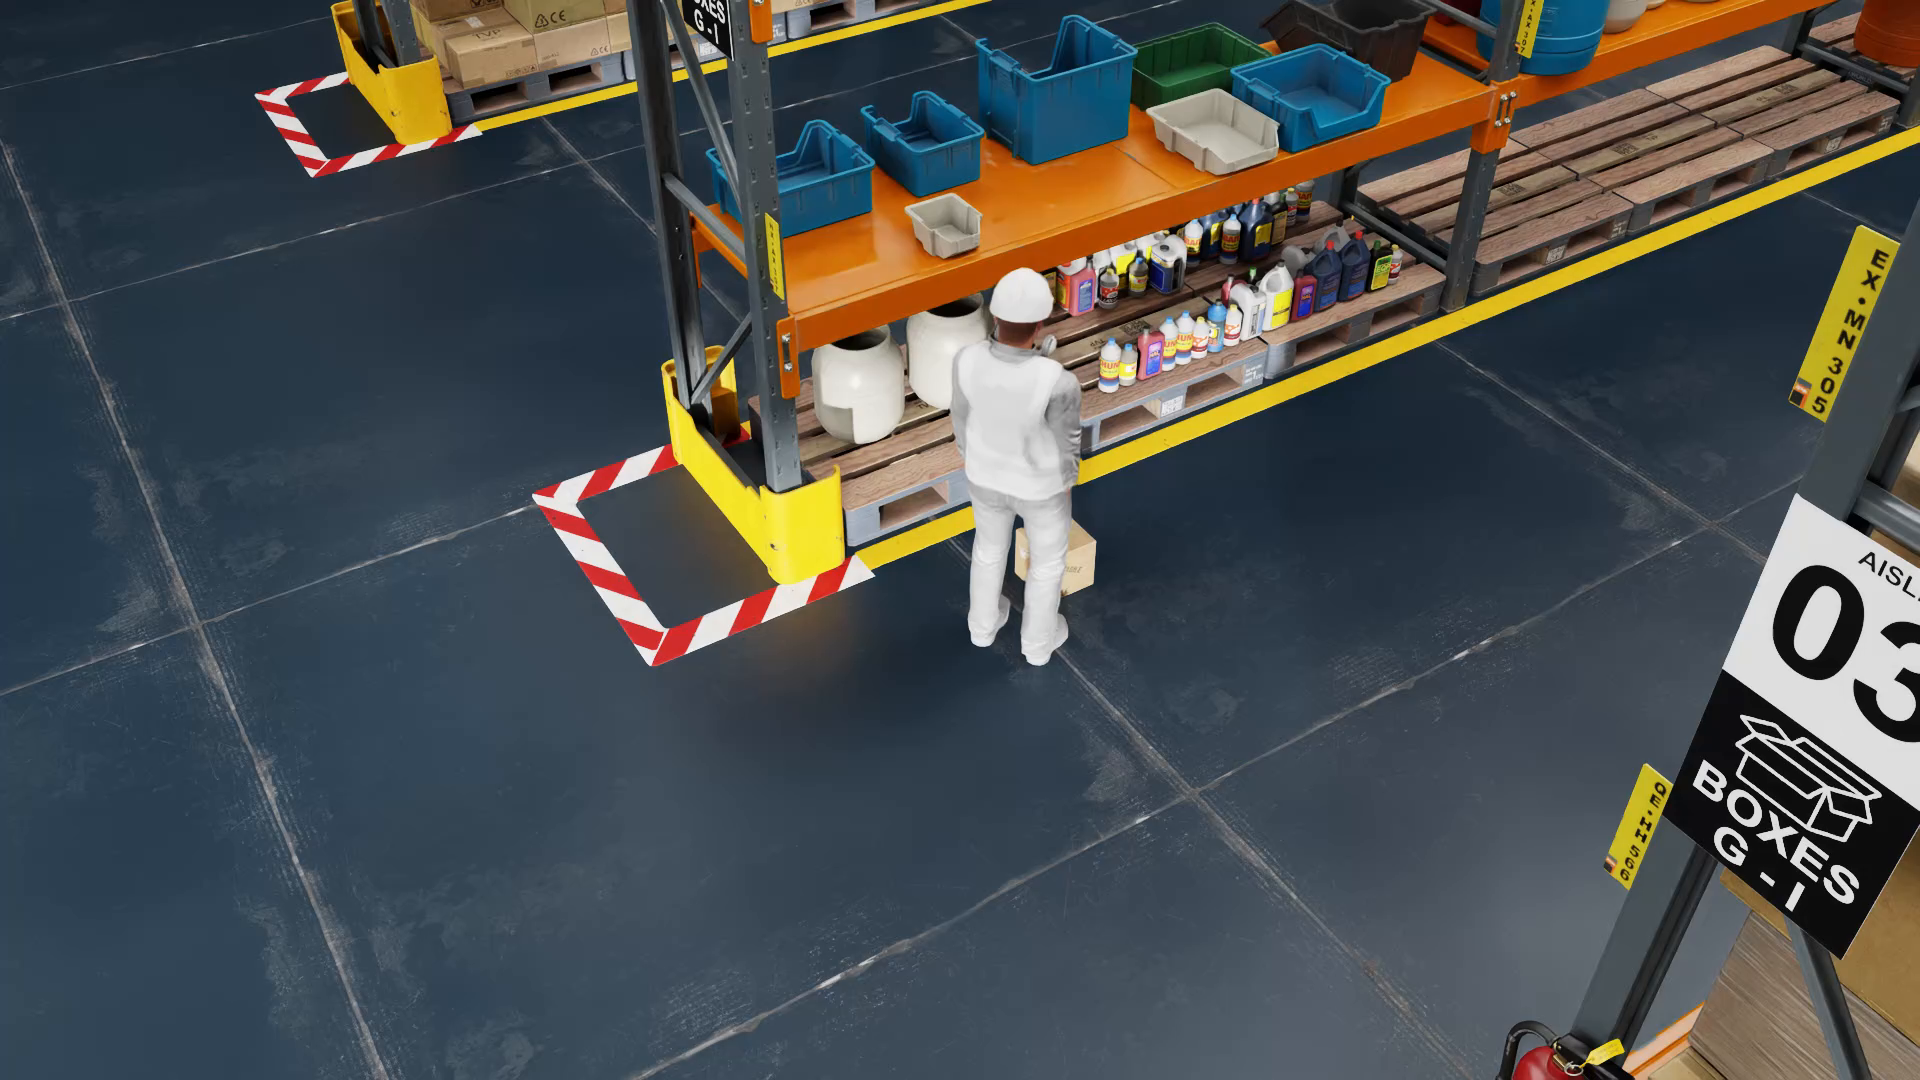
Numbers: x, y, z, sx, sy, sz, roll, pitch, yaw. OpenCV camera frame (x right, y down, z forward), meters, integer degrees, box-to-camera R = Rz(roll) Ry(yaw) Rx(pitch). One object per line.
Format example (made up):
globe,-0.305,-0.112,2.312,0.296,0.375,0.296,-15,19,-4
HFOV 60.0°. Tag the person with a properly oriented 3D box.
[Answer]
person,0.216,-0.267,6.460,0.534,1.764,0.356,18,44,19
